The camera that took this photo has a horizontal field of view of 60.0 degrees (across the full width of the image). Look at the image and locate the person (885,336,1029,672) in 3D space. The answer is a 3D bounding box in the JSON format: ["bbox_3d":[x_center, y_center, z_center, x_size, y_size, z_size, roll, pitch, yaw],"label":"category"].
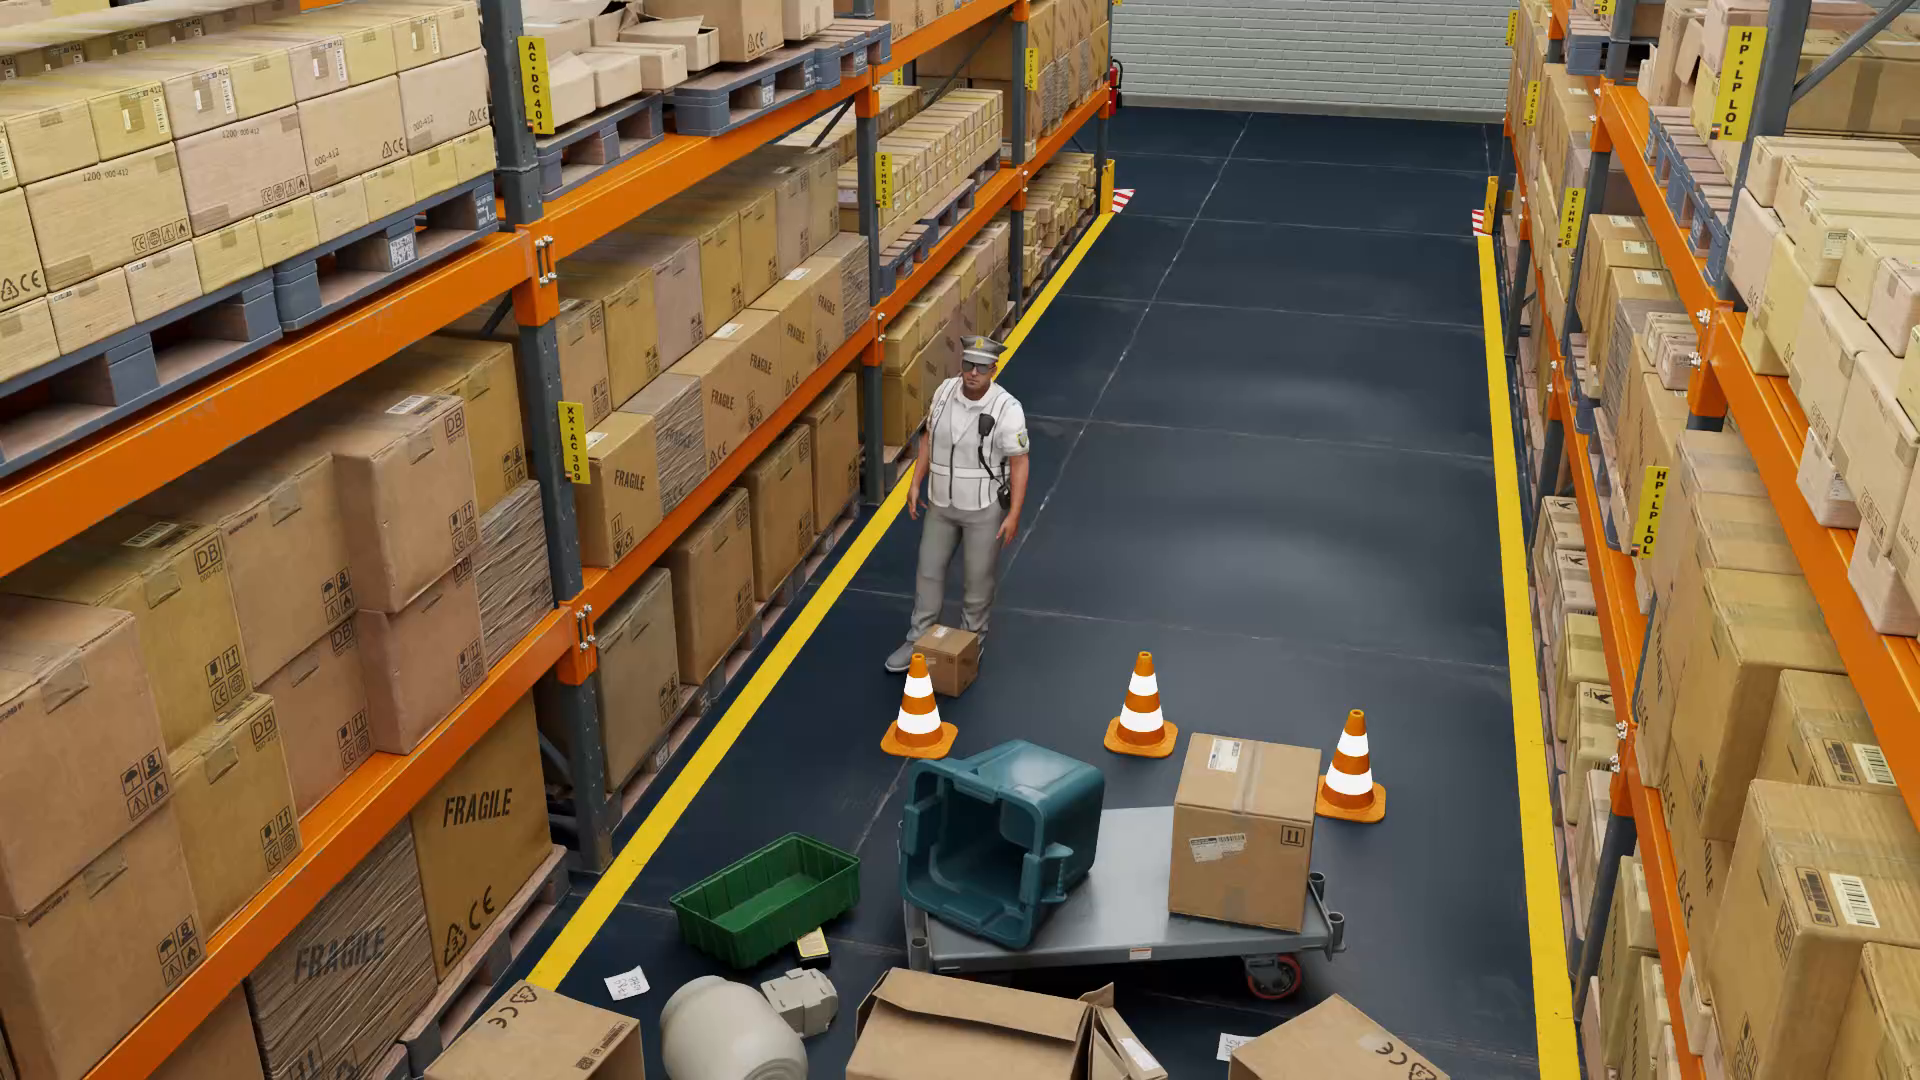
[{"bbox_3d":[-0.005,-0.168,8.405,0.640,1.778,0.575,12,28,24],"label":"person"}]
